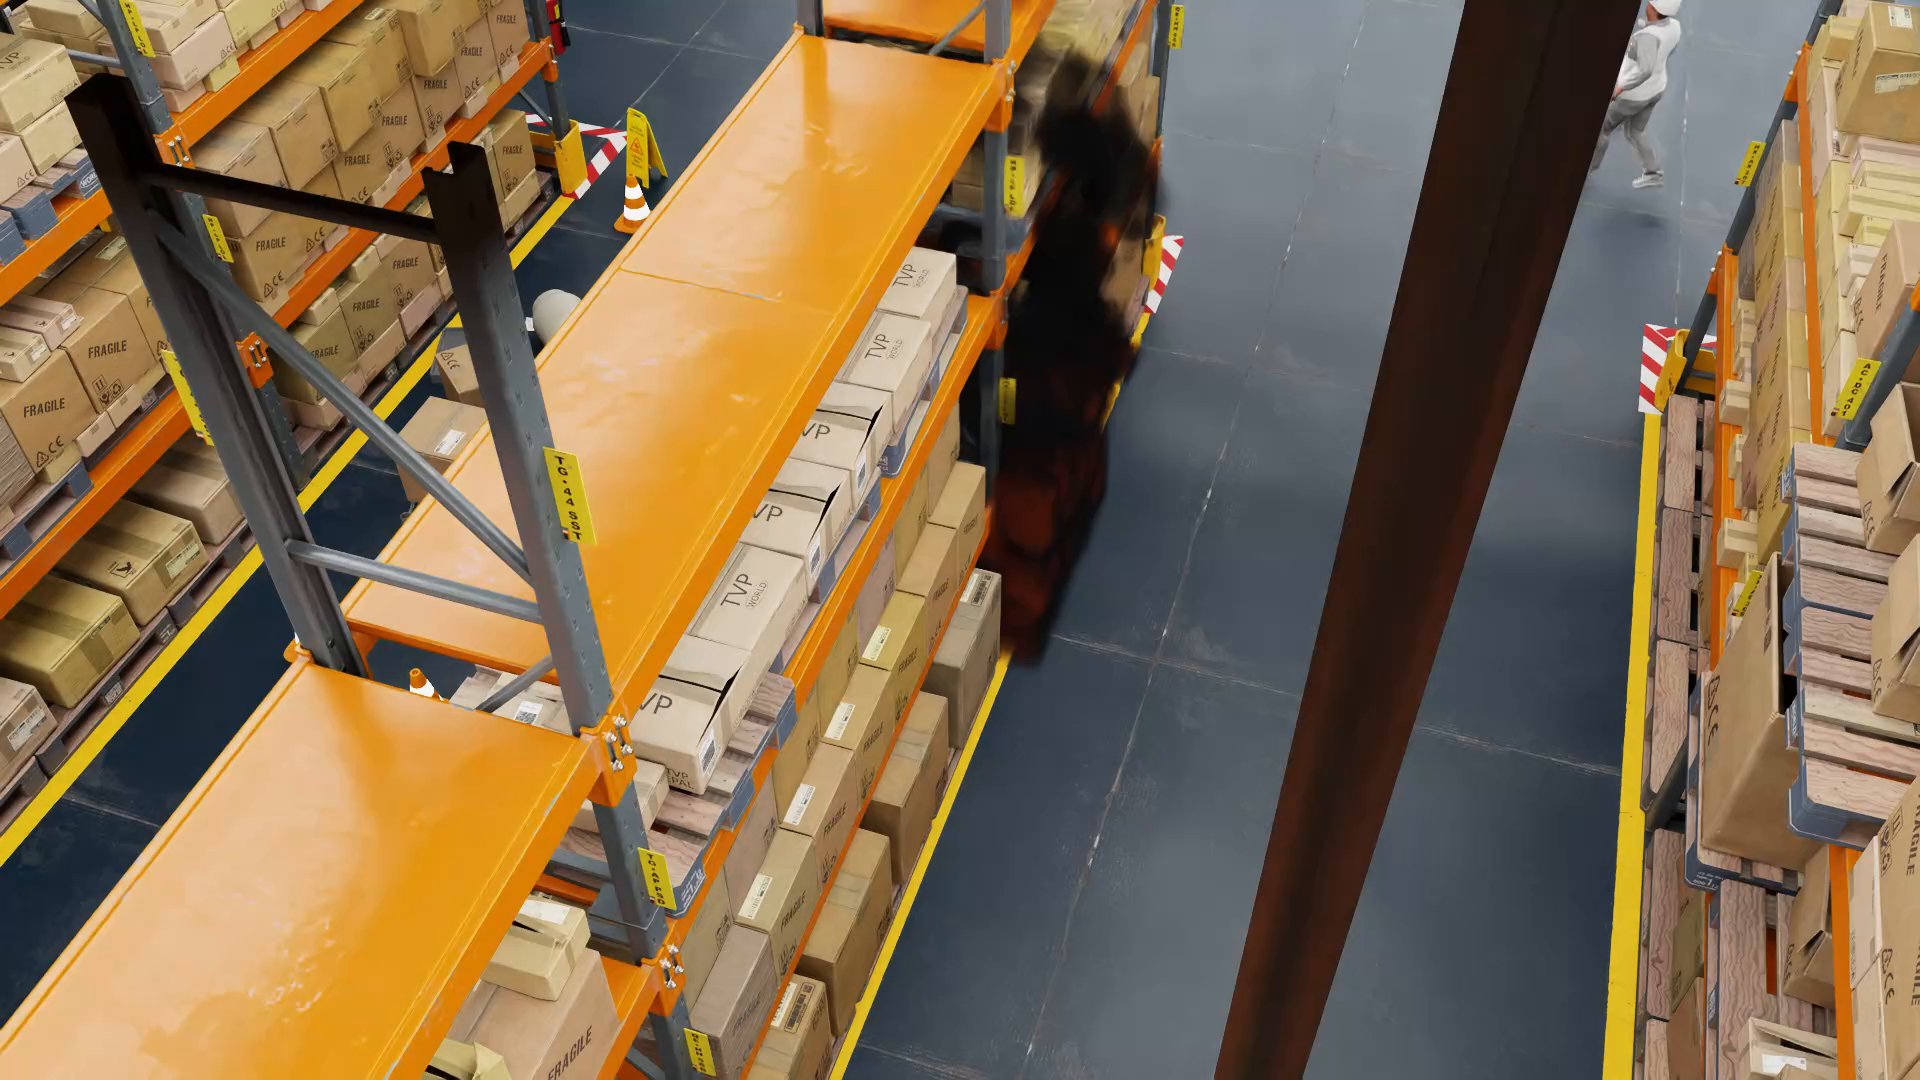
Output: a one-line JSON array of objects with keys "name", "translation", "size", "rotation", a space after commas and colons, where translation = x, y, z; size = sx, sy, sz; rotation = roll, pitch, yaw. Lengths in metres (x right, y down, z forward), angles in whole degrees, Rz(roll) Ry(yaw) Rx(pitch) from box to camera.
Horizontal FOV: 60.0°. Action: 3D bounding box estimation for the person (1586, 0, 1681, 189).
[{"name": "person", "translation": [5.465, -3.605, 13.413], "size": [0.677, 1.805, 0.849], "rotation": [-29, 52, -25]}]
